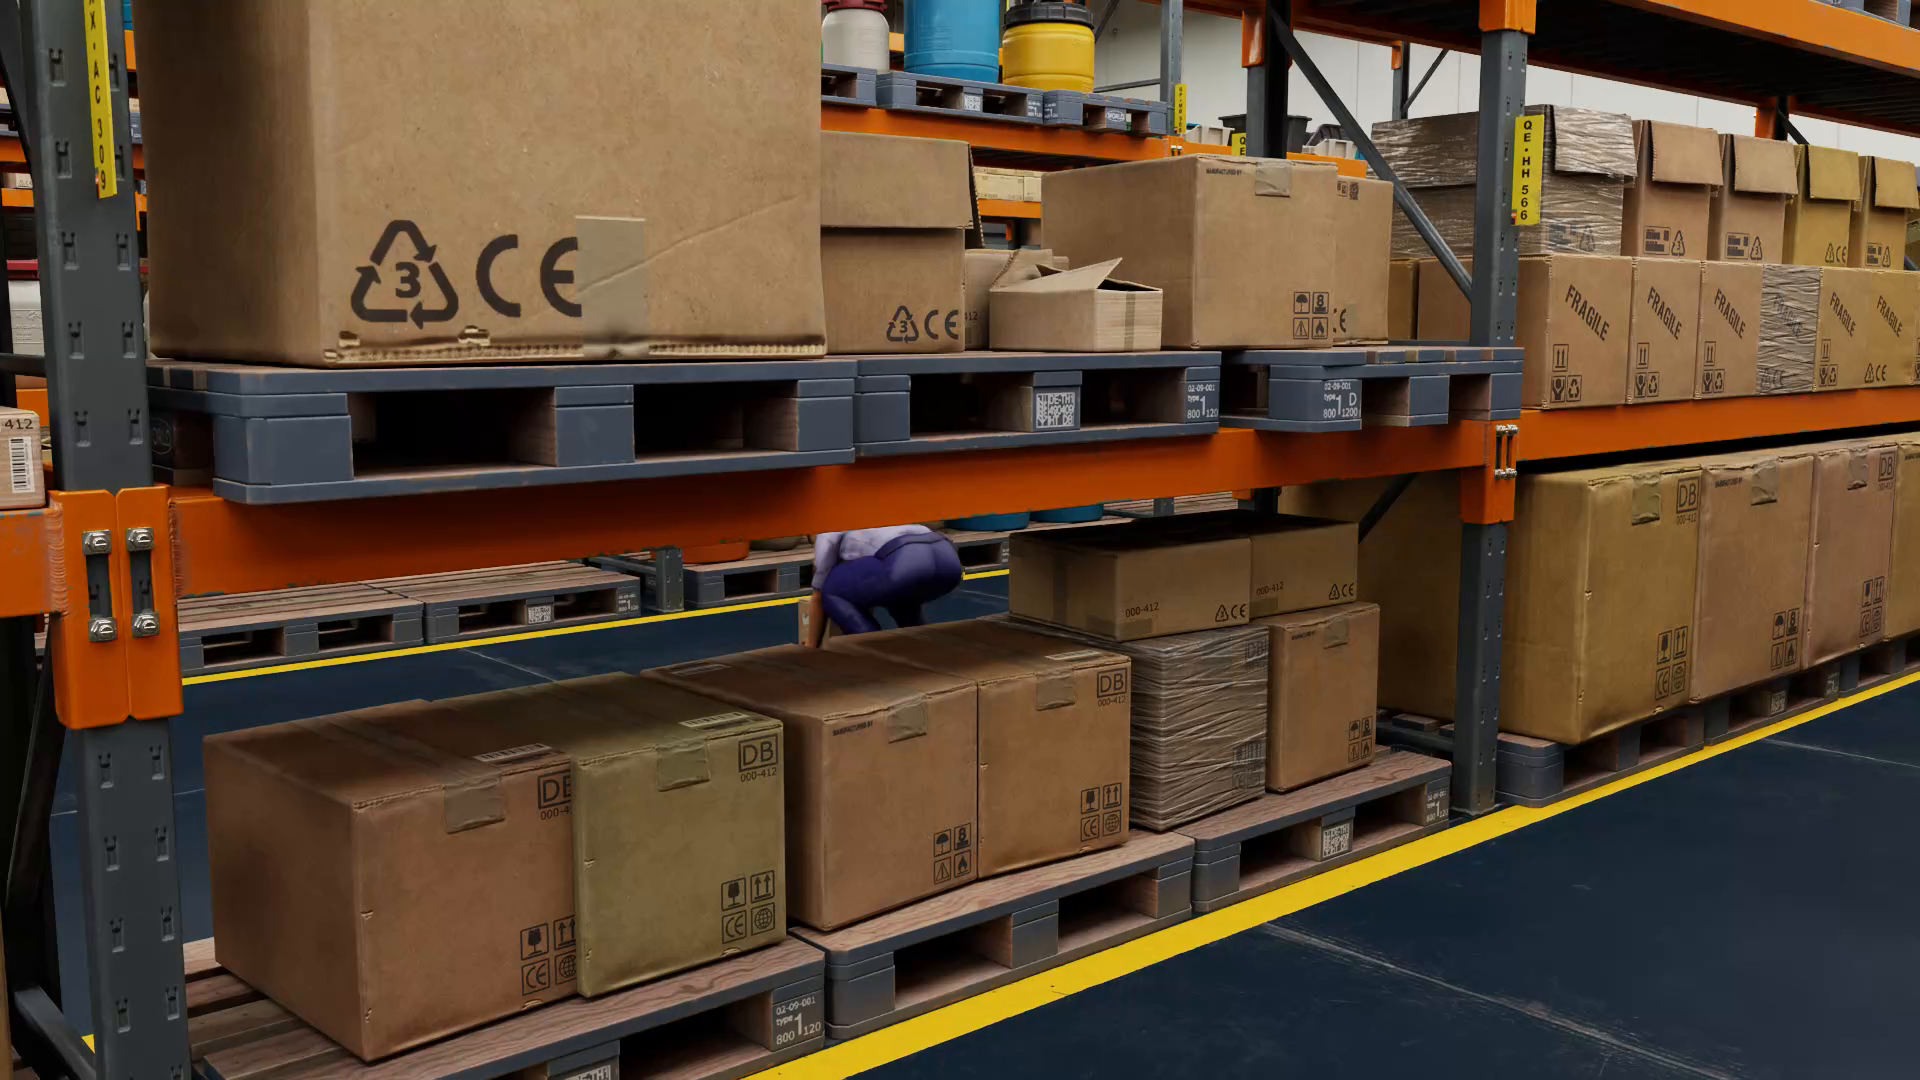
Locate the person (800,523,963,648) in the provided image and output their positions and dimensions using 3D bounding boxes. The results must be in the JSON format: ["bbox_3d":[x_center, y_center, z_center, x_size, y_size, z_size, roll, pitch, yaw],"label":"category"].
[{"bbox_3d":[-0.403,0.217,7.784,0.506,0.743,0.893,-7,10,-42],"label":"person"}]
